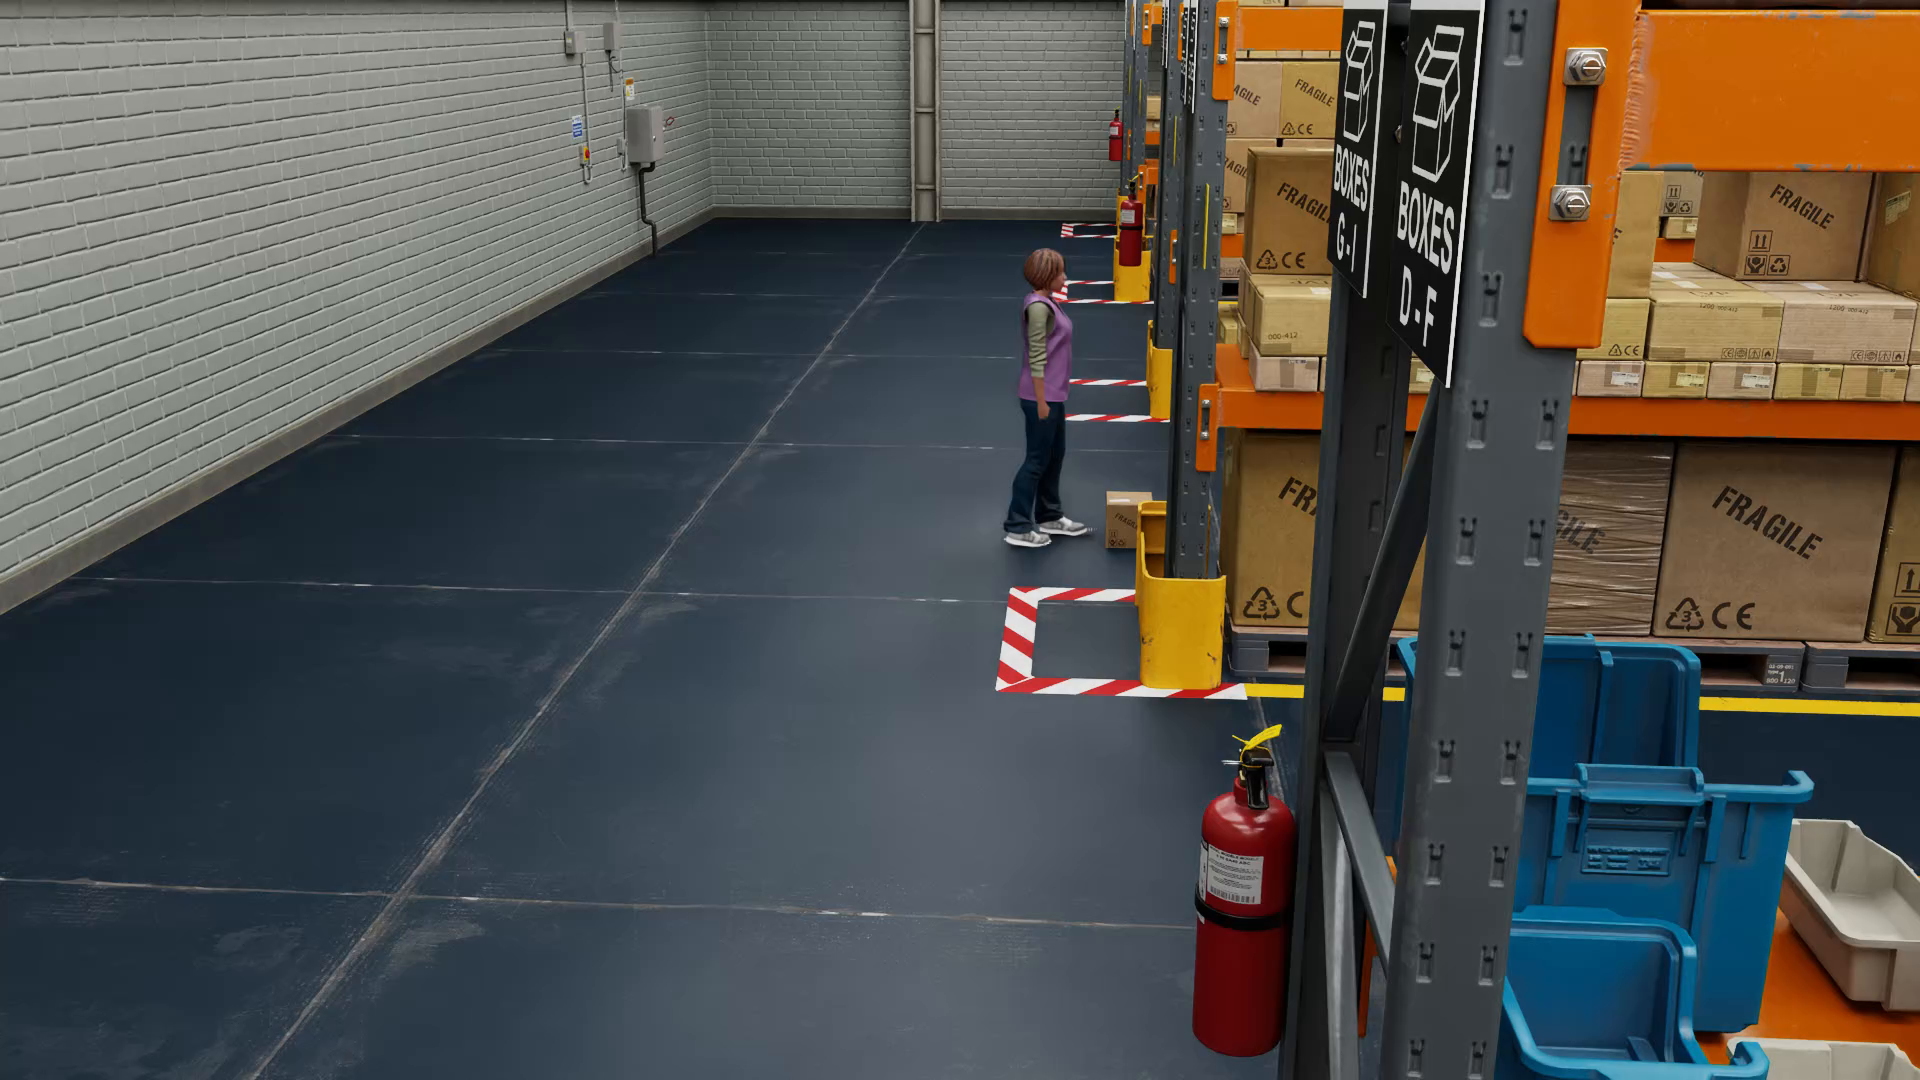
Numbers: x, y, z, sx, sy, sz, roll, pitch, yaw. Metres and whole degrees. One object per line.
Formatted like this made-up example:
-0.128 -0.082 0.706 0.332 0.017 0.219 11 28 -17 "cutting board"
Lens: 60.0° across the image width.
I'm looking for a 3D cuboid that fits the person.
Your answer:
0.476 -0.758 8.950 0.450 1.616 0.420 2 18 6 "person"
